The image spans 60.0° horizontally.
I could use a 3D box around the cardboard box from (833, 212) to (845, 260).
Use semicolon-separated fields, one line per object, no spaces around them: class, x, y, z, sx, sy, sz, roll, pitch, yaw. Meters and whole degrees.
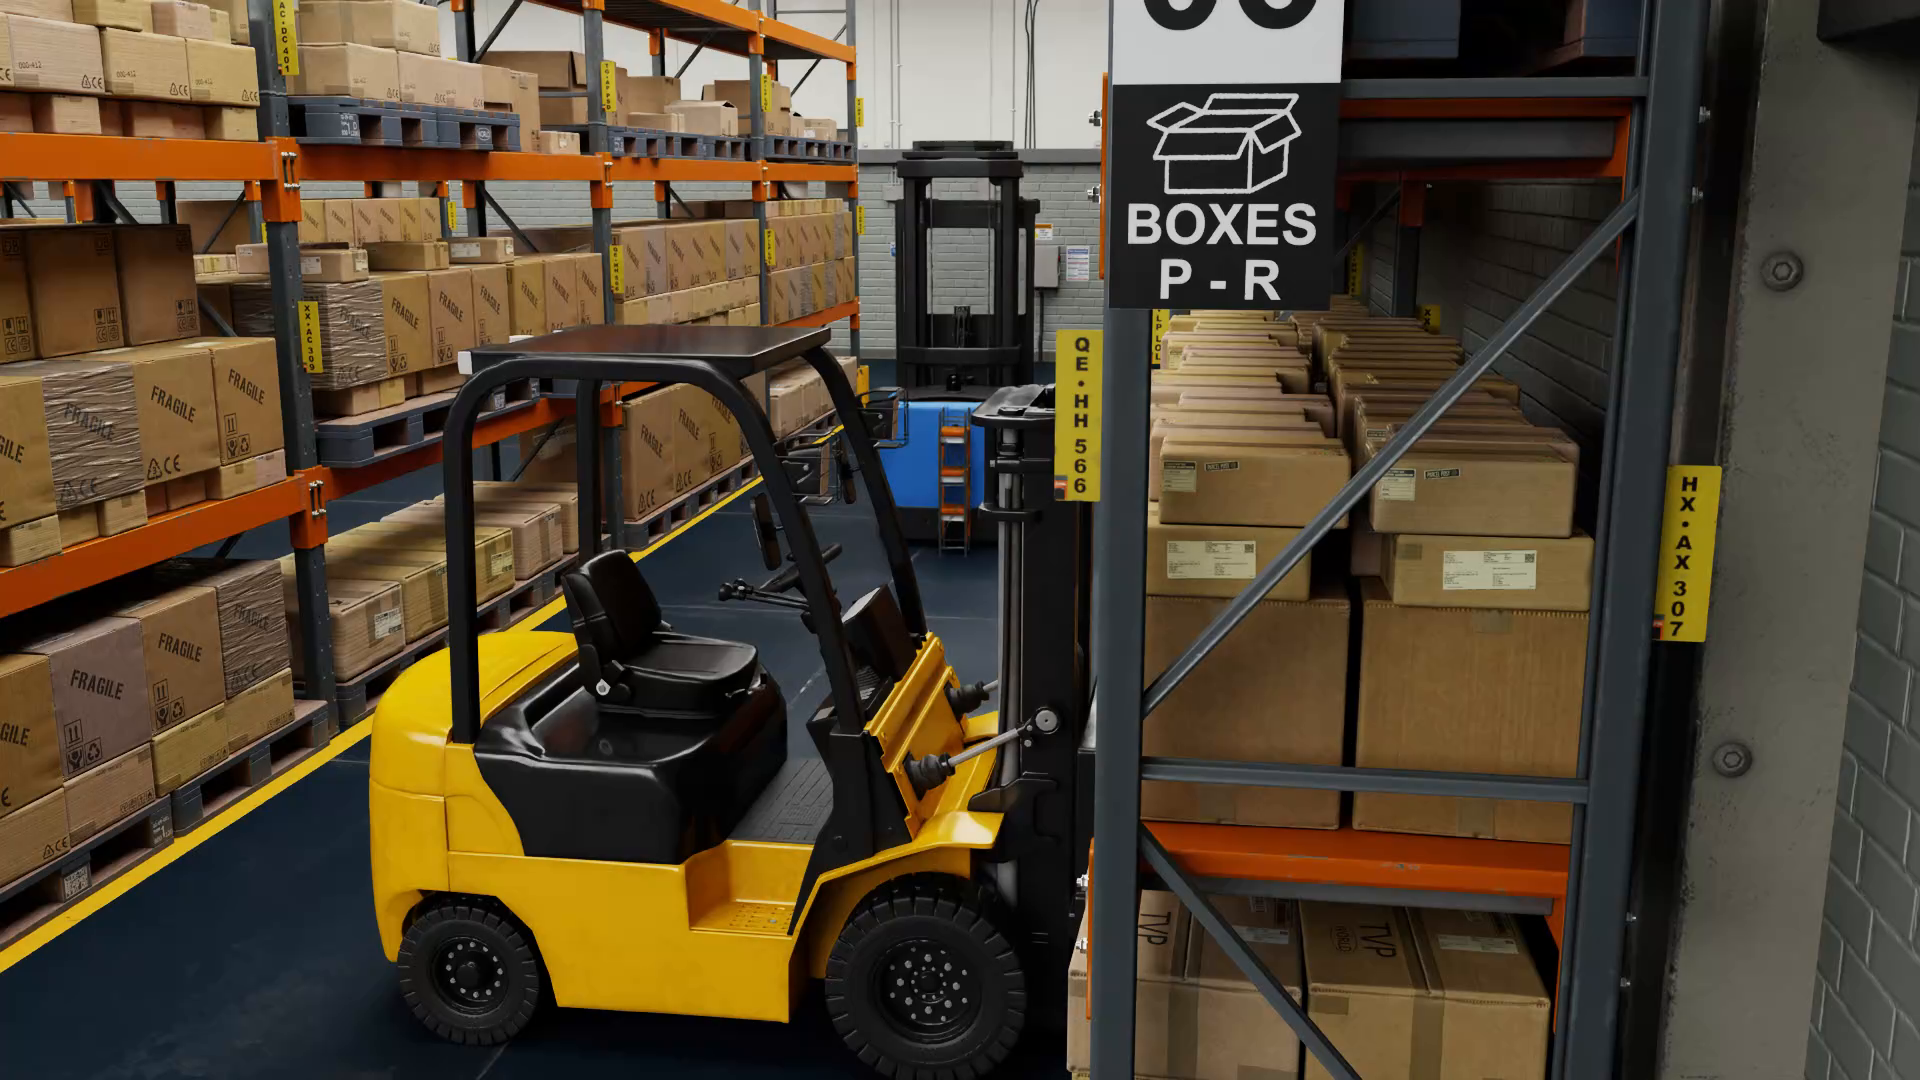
cardboard box;-1.570;-3.343;18.273;0.500;0.500;0.500;2;12;9

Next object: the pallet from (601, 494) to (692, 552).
pallet;-2.715;-0.156;12.716;1.003;0.211;1.213;2;12;9

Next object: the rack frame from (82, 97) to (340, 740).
rack frame;-3.526;-0.525;7.808;1.000;3.000;0.127;2;12;9

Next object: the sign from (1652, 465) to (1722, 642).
sign;1.312;0.025;3.013;0.100;0.325;0.005;2;12;9

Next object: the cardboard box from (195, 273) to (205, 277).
cardboard box;-7.149;-2.362;15.225;0.380;0.149;0.250;2;12;11

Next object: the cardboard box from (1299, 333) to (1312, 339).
cardboard box;1.739;-0.851;7.545;0.380;0.149;0.250;1;12;7

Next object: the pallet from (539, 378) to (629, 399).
pallet;-2.915;-1.112;10.988;1.213;0.211;1.003;2;12;9

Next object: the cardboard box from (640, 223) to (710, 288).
cardboard box;-2.350;-2.305;13.460;0.500;0.500;0.500;2;12;10

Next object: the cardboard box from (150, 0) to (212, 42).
cardboard box;-3.323;-2.128;6.833;0.380;0.149;0.250;2;12;7

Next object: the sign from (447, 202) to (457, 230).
sign;-6.042;-3.860;19.788;0.100;0.325;0.005;2;12;9

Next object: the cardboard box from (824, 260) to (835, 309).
cardboard box;-1.654;-2.751;17.902;0.500;0.500;0.500;2;12;10

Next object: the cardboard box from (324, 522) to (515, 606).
cardboard box;-3.235;0.151;9.914;0.950;0.372;0.625;2;12;11

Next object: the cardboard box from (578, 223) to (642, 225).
cardboard box;-2.851;-2.326;13.558;0.500;0.500;0.500;2;12;8

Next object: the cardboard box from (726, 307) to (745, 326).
cardboard box;-2.195;-1.909;14.588;0.500;0.250;0.500;2;12;8

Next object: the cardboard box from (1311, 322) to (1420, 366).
cardboard box;1.549;-0.749;6.365;0.380;0.149;0.250;2;12;7

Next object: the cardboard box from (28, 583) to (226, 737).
cardboard box;-3.428;0.485;6.871;0.500;0.500;0.500;2;12;10

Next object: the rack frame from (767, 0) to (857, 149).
rack frame;-1.680;-5.955;18.767;1.000;3.000;0.127;2;12;9

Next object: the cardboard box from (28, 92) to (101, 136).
cardboard box;-3.445;-1.579;6.176;0.380;0.149;0.250;2;12;10

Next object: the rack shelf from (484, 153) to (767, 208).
rack shelf;-2.603;-2.888;13.363;1.077;0.370;4.000;2;12;9

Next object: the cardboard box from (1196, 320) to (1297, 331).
cardboard box;1.104;-0.761;6.423;0.380;0.149;0.250;2;12;10

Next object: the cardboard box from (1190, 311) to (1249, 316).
cardboard box;1.344;-1.134;8.856;0.380;0.149;0.250;2;12;7

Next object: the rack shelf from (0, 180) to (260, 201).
rack shelf;-7.510;-3.028;14.010;1.077;0.370;4.000;2;12;9

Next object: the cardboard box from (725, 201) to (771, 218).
cardboard box;-1.990;-3.102;15.617;0.380;0.149;0.250;2;12;8

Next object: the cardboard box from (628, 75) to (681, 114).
cardboard box;-2.717;-3.736;14.357;0.500;0.500;0.500;2;12;8

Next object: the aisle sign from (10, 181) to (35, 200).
aisle sign;-11.758;-4.639;20.730;0.394;0.787;0.004;2;12;9

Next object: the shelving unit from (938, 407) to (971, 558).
shelving unit;-0.039;-0.414;11.920;0.215;1.050;0.252;1;12;6

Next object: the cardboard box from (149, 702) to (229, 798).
cardboard box;-3.423;0.857;6.926;0.500;0.250;0.500;2;12;7

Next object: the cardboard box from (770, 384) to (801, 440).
cardboard box;-2.093;-1.270;16.351;0.875;0.438;0.875;2;12;8

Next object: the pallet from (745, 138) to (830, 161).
pallet;-1.969;-4.036;17.192;1.003;0.211;1.213;2;12;9

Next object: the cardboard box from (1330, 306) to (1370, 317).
cardboard box;2.073;-1.219;9.253;0.380;0.149;0.250;2;12;8

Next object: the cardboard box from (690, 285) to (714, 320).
cardboard box;-2.328;-1.942;13.554;0.500;0.250;0.500;2;12;10

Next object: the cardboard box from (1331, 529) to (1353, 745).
cardboard box;1.173;0.216;4.134;0.500;0.500;0.500;2;12;10

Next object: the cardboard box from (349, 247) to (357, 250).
cardboard box;-6.695;-2.826;17.541;0.500;0.500;0.500;2;12;7

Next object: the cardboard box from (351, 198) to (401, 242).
cardboard box;-6.560;-3.528;18.426;0.500;0.500;0.500;3;12;12

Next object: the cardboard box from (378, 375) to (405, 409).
cardboard box;-3.081;-0.764;8.516;0.380;0.149;0.250;2;12;10

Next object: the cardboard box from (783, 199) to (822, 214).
cardboard box;-1.680;-3.529;17.597;0.380;0.149;0.250;2;12;10

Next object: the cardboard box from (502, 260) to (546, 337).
cardboard box;-2.851;-1.440;10.116;0.500;0.500;0.500;1;12;5

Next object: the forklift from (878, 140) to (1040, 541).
forklift;0.064;-1.680;13.331;1.130;2.935;3.031;1;12;6

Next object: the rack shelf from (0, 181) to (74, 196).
rack shelf;-11.780;-4.042;18.717;1.077;0.370;4.000;2;12;9

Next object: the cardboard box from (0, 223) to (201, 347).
cardboard box;-3.808;-1.123;7.268;0.700;0.500;0.500;2;12;8

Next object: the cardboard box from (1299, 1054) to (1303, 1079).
cardboard box;1.042;1.271;3.817;0.500;0.250;0.500;2;12;10

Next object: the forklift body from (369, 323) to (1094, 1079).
forklift body;-0.747;0.429;5.397;2.313;2.155;1.214;2;12;9

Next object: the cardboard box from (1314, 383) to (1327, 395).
cardboard box;1.399;-0.443;5.654;0.380;0.149;0.250;2;12;11

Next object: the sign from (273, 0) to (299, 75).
sign;-2.988;-2.228;7.363;0.100;0.325;0.005;2;12;9

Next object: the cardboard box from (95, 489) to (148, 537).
cardboard box;-3.427;-0.113;6.496;0.380;0.149;0.250;2;12;8

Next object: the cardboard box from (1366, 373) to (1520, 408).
cardboard box;1.334;-0.373;4.622;0.380;0.149;0.250;2;12;7

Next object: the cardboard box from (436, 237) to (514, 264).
cardboard box;-2.883;-1.724;9.895;0.380;0.149;0.250;1;12;6

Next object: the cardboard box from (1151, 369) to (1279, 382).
cardboard box;0.708;-0.394;4.717;0.380;0.149;0.250;2;12;10

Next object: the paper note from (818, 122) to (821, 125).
paper note;-1.428;-4.240;16.922;0.006;0.032;0.123;2;12;9
